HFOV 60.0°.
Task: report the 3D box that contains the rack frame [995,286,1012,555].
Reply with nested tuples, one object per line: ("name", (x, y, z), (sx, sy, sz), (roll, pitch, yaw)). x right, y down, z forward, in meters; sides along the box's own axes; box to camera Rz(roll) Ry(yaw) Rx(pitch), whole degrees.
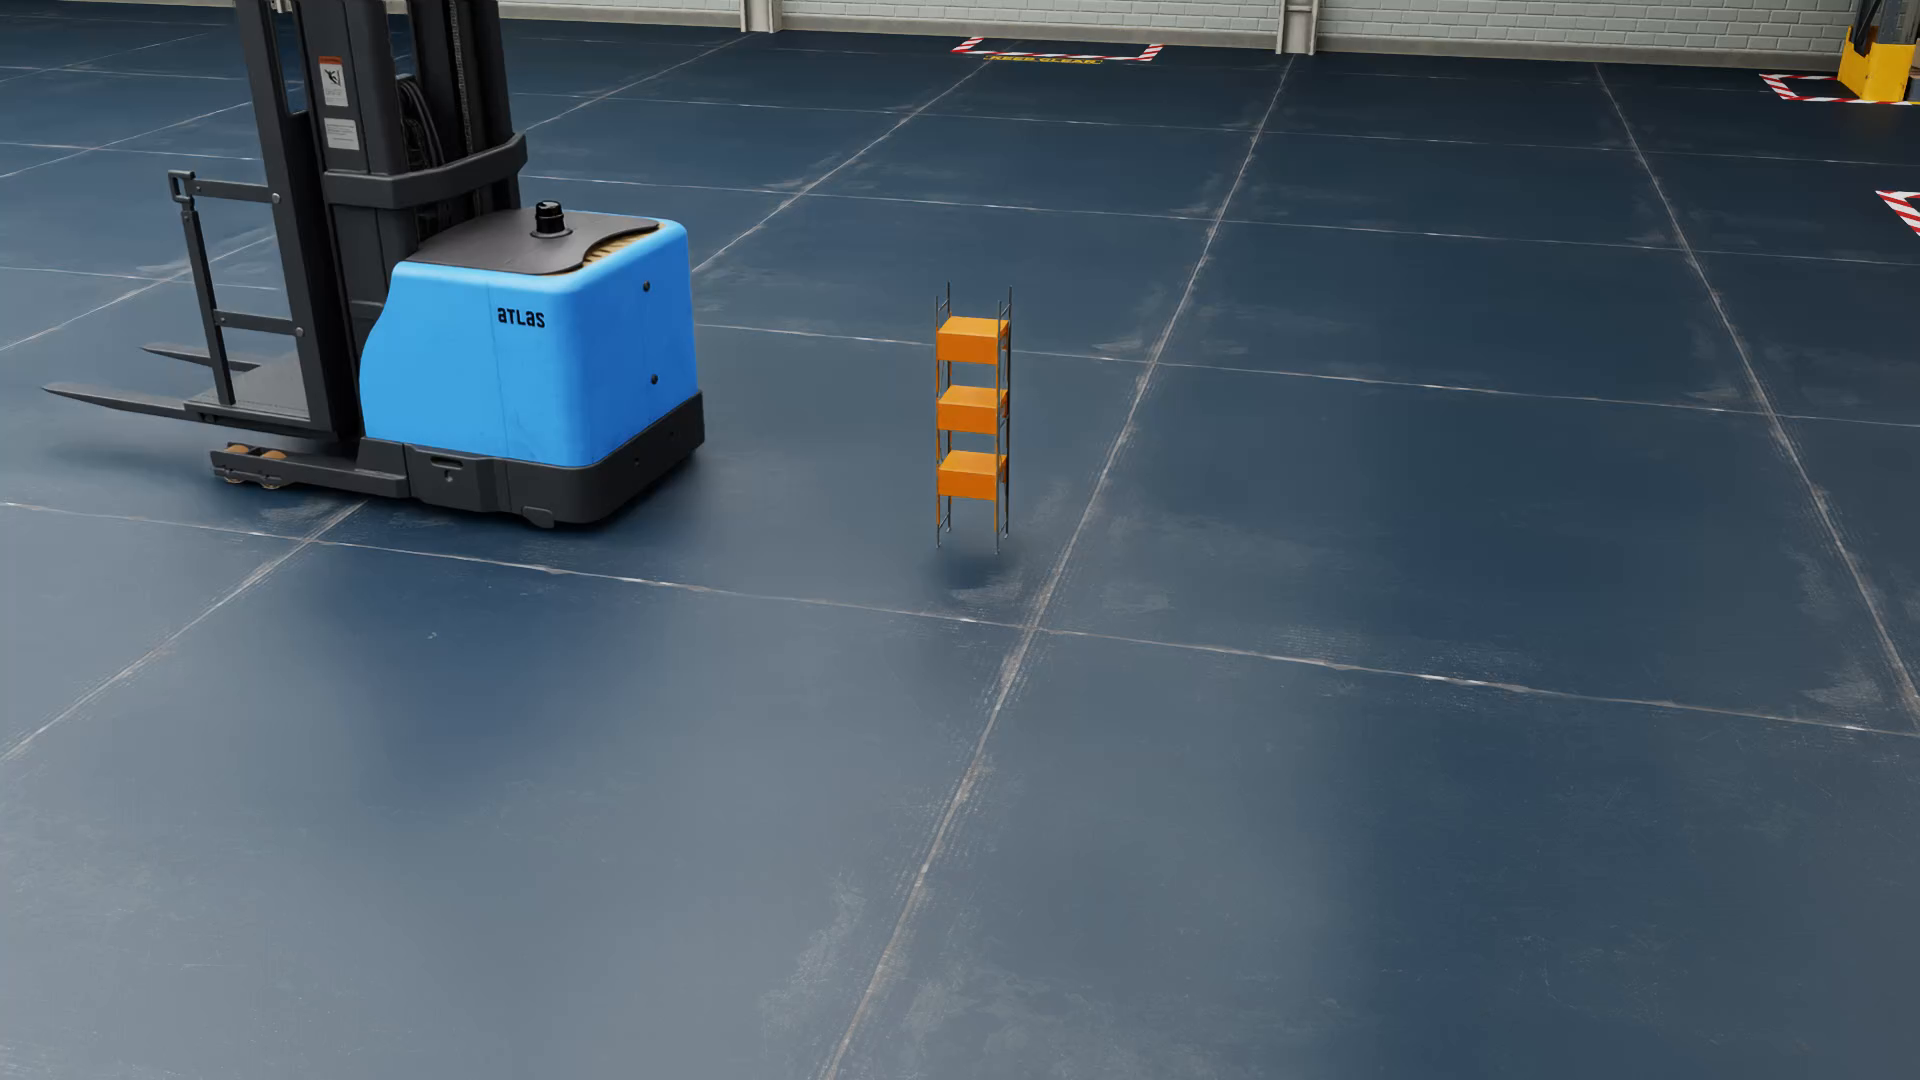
("rack frame", (0.170, -0.455, 6.485), (0.008, 1.050, 0.200), (6, 26, 13))

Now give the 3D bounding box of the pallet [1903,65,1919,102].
("pallet", (9.323, -4.225, 15.378), (1.213, 0.211, 1.003), (6, 26, 13))

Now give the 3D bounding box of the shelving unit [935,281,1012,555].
("shelving unit", (0.052, -0.468, 6.512), (0.252, 1.050, 0.215), (6, 26, 13))

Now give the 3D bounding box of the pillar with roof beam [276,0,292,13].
("pillar with roof beam", (-9.140, -8.722, 14.602), (0.400, 9.000, 9.100), (6, 26, 13))

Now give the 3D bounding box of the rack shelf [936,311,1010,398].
("rack shelf", (0.052, -0.715, 6.395), (0.240, 0.259, 0.215), (6, 26, 13))

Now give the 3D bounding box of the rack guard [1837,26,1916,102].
("rack guard", (8.545, -4.457, 15.529), (0.348, 0.500, 1.175), (6, 26, 13))

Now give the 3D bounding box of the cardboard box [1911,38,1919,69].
("cardboard box", (9.119, -4.467, 15.258), (0.500, 0.311, 0.500), (3, 26, 7))

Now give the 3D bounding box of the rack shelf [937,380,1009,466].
("rack shelf", (0.052, -0.459, 6.517), (0.240, 0.259, 0.215), (6, 26, 13))

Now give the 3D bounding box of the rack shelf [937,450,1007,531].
("rack shelf", (0.052, -0.208, 6.636), (0.240, 0.259, 0.215), (6, 26, 13))

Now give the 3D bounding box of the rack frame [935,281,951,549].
("rack frame", (-0.066, -0.481, 6.540), (0.008, 1.050, 0.200), (6, 26, 13))

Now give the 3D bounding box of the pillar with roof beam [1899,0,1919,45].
("pillar with roof beam", (8.293, -6.795, 10.554), (0.400, 9.000, 9.100), (6, 26, 13))

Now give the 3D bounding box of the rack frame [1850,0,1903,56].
("rack frame", (8.471, -5.593, 15.009), (0.127, 3.000, 1.000), (6, 26, 13))

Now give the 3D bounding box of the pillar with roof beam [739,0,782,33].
("pillar with roof beam", (-3.329, -8.080, 13.253), (0.400, 9.000, 9.100), (6, 26, 13))

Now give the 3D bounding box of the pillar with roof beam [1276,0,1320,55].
("pillar with roof beam", (2.482, -7.437, 11.903), (0.400, 9.000, 9.100), (6, 26, 13))

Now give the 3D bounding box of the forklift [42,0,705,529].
("forklift", (-2.727, -1.744, 7.004), (3.031, 2.935, 1.130), (9, 27, 18))
